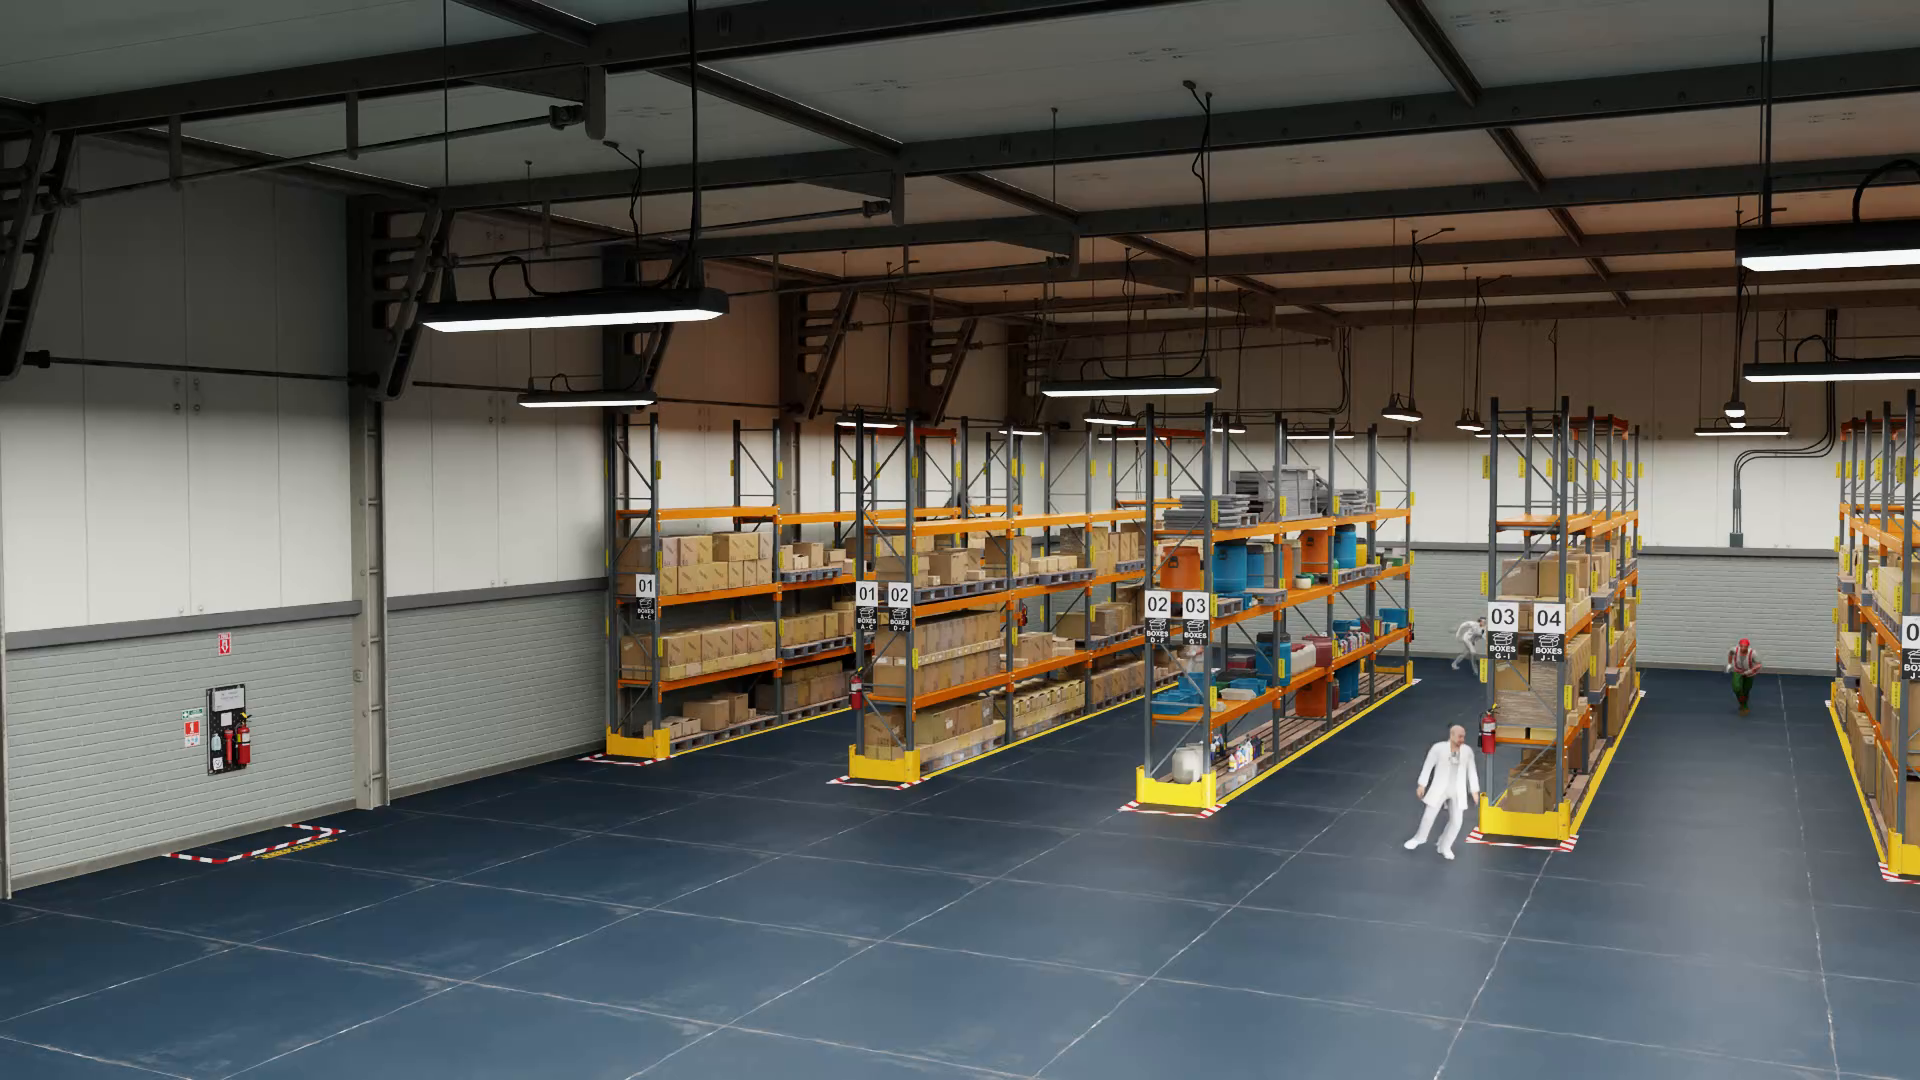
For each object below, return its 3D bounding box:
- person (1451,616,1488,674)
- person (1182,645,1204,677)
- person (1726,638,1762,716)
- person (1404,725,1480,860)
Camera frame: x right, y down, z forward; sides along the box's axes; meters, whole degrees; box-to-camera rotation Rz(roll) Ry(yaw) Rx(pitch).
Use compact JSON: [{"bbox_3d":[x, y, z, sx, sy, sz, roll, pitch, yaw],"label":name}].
[{"bbox_3d":[12.620,2.574,41.117,0.599,1.441,1.092,-1,3,-25],"label":"person"},{"bbox_3d":[5.222,2.638,36.650,0.620,1.705,0.782,-2,3,-36],"label":"person"},{"bbox_3d":[16.119,2.778,34.171,0.682,1.610,1.093,1,3,31],"label":"person"},{"bbox_3d":[6.241,3.242,21.521,0.896,1.749,0.584,0,2,0],"label":"person"}]
